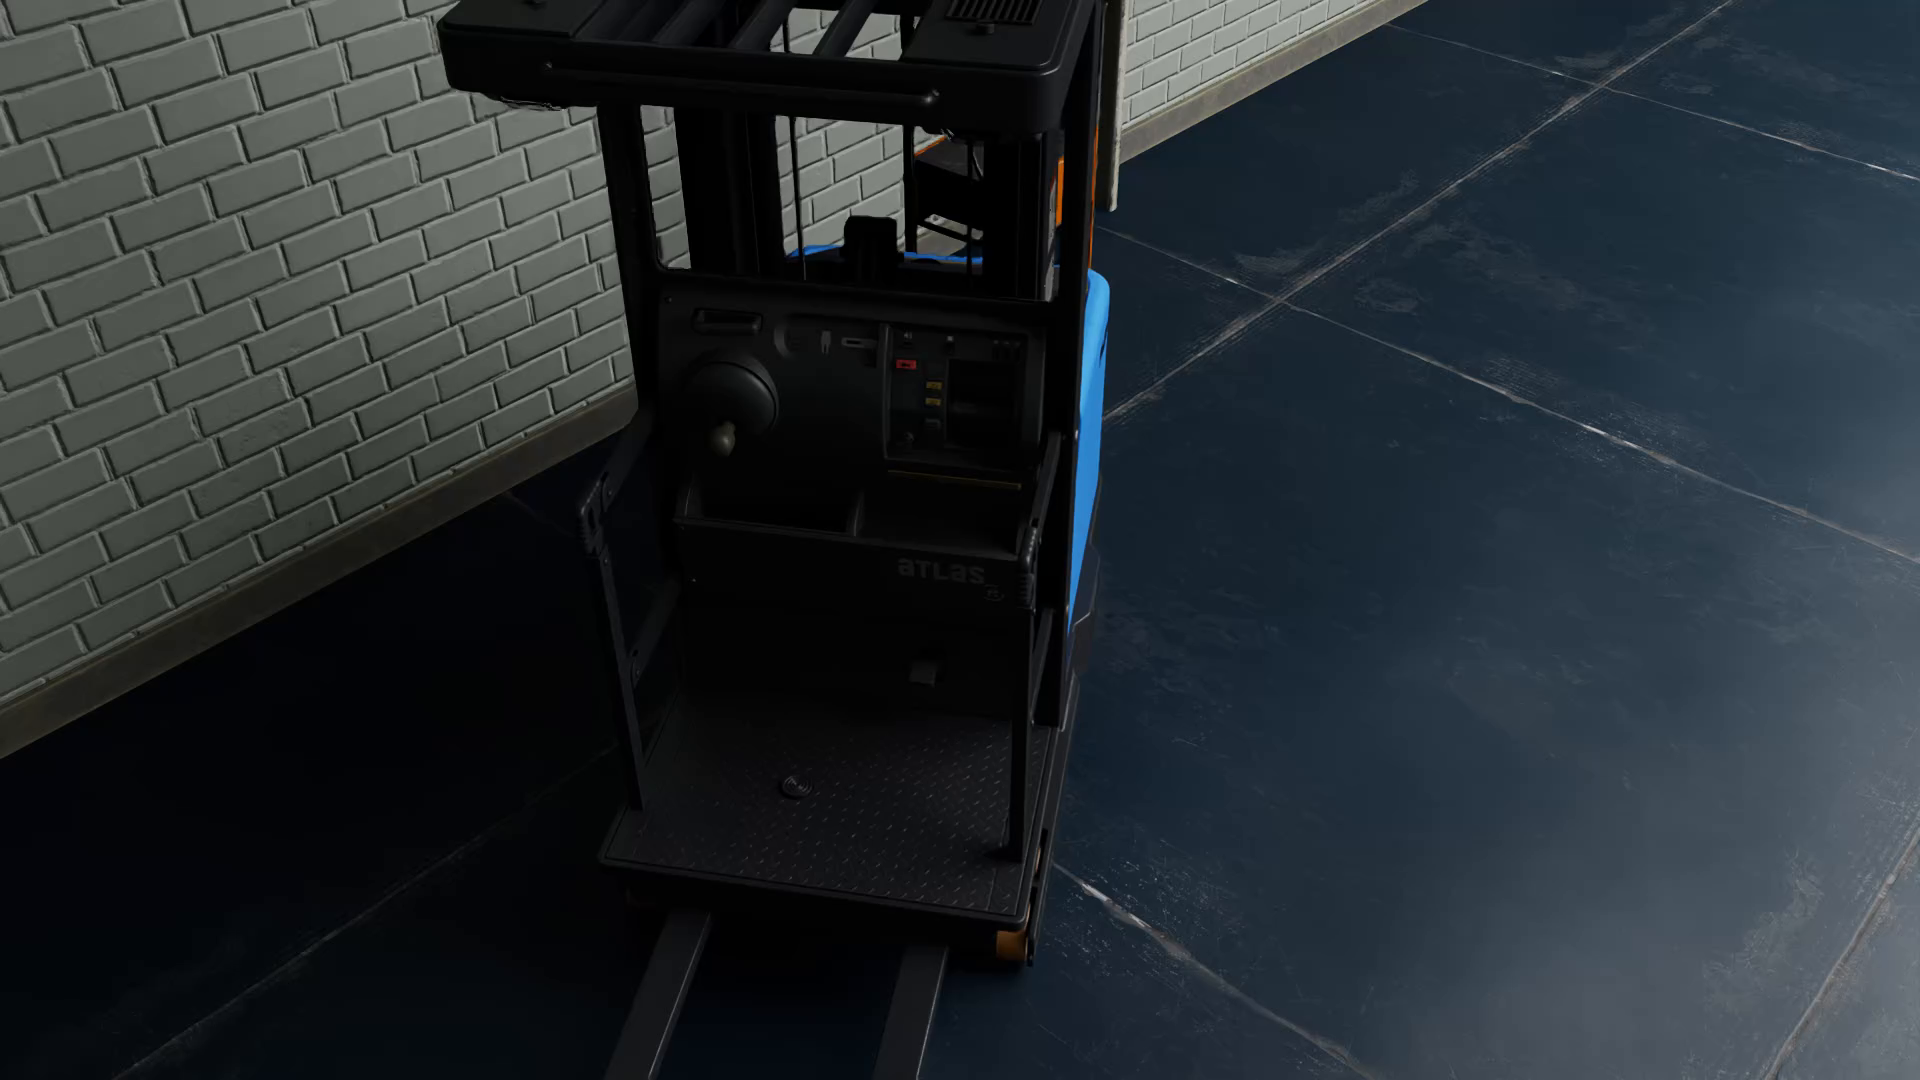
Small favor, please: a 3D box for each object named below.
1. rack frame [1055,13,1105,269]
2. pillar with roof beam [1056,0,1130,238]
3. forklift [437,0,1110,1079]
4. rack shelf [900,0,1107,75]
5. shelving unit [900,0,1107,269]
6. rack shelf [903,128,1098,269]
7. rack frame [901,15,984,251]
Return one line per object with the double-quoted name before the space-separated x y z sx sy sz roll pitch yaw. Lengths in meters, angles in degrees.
"rack frame" 0.281 -1.208 5.582 0.400 2.100 0.015 25 45 28
"pillar with roof beam" 3.658 -3.222 2.571 9.100 9.000 0.400 30 47 32
"forklift" -0.297 -0.292 3.762 1.130 2.935 3.031 6 39 8
"rack shelf" 0.134 -1.623 5.002 0.431 0.518 0.480 25 45 28
"shelving unit" 0.134 -1.086 5.429 0.431 2.100 0.503 25 45 28
"rack shelf" 0.134 -1.075 5.437 0.431 0.518 0.480 25 45 28
"rack frame" -0.012 -0.965 5.276 0.400 2.100 0.015 25 45 28
